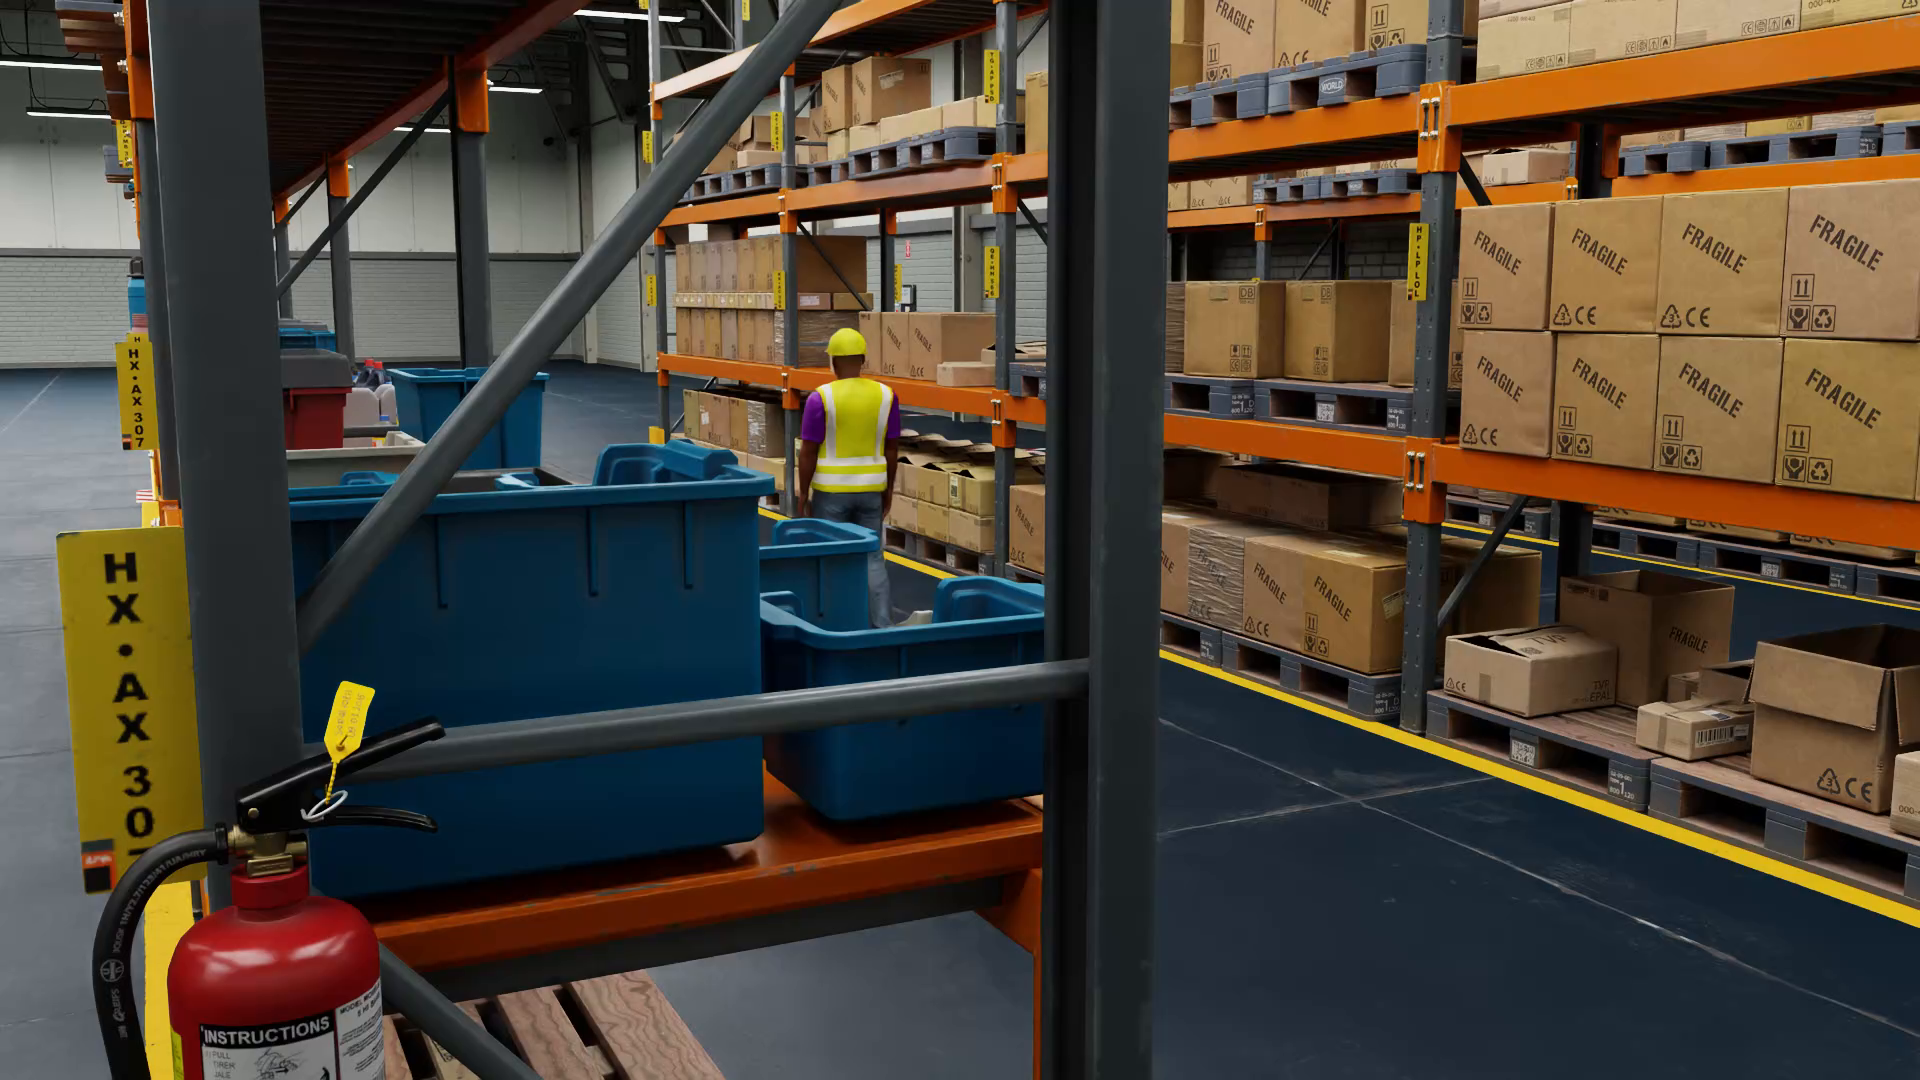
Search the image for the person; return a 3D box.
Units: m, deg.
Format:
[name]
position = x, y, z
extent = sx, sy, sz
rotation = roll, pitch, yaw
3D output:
[person]
position = -0.616, -0.207, 9.065
extent = 0.570, 1.810, 0.490
rotation = -4, 9, -25
